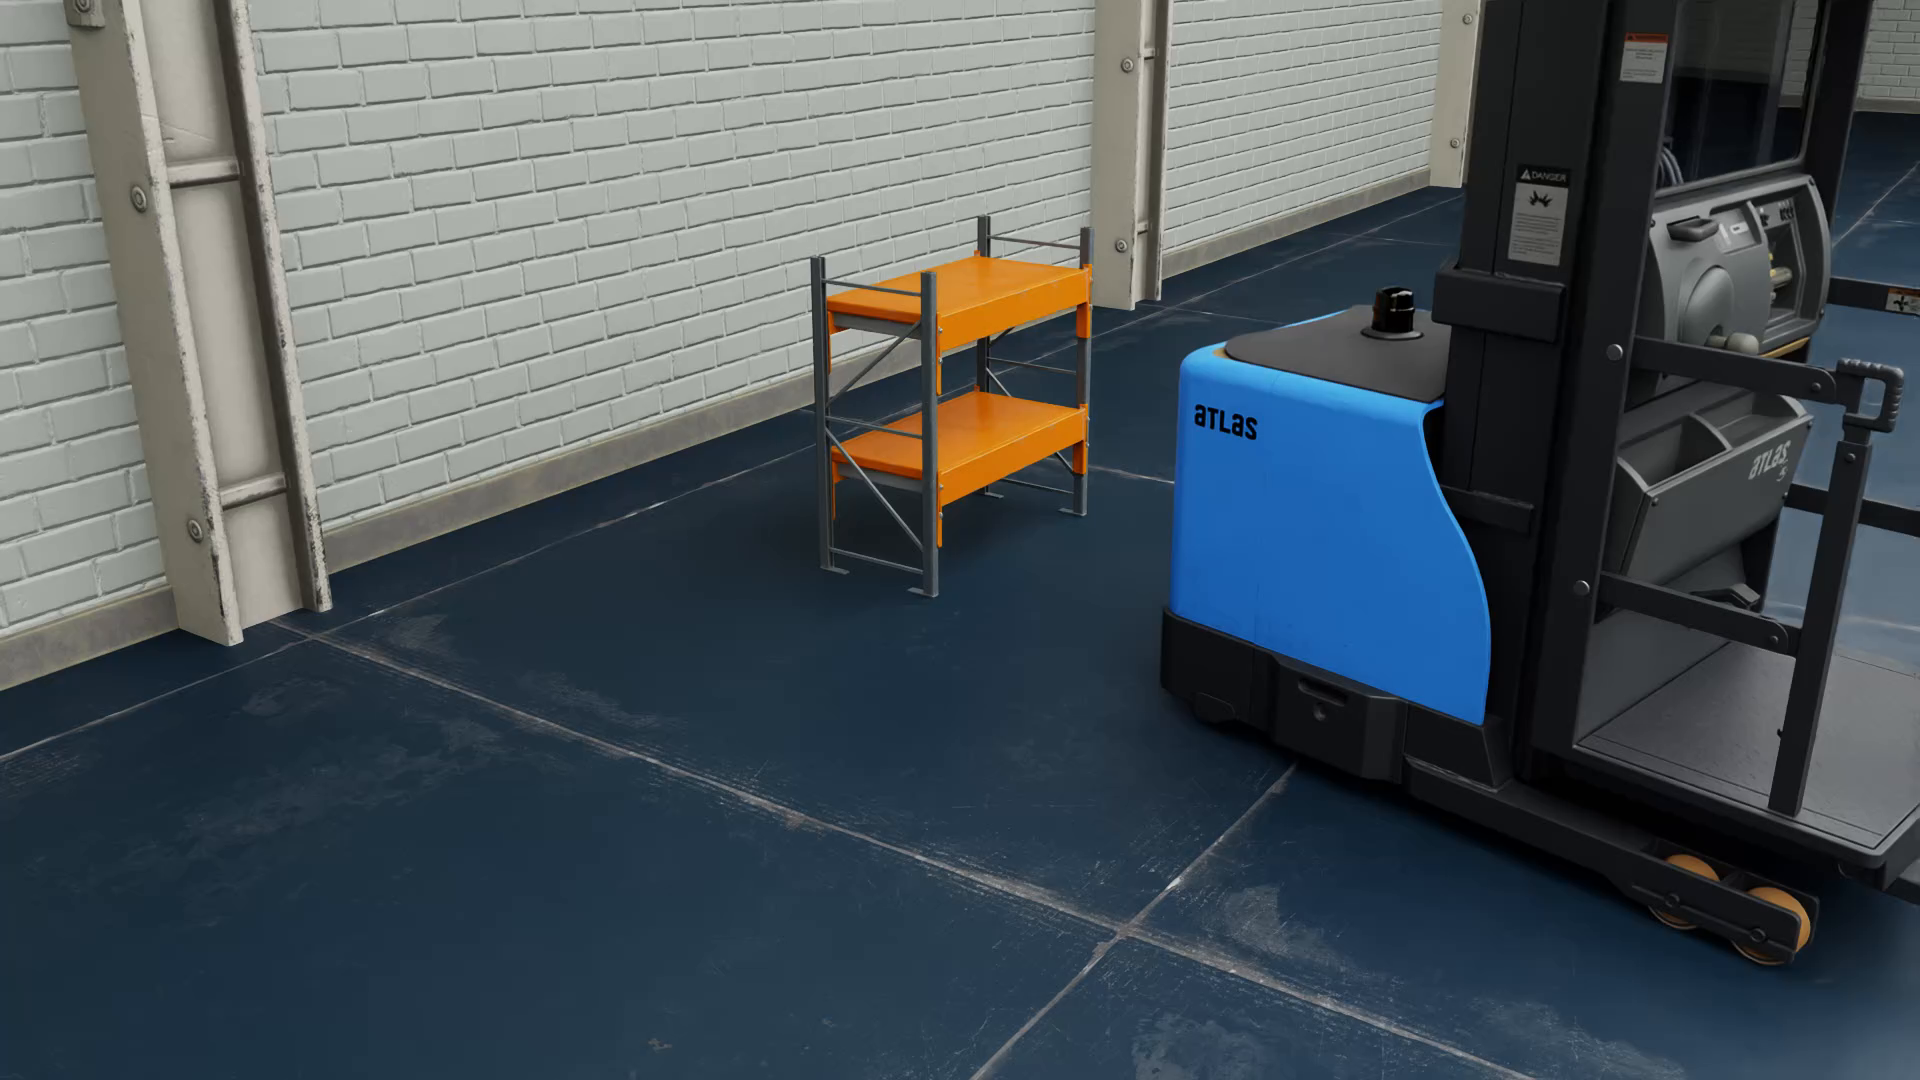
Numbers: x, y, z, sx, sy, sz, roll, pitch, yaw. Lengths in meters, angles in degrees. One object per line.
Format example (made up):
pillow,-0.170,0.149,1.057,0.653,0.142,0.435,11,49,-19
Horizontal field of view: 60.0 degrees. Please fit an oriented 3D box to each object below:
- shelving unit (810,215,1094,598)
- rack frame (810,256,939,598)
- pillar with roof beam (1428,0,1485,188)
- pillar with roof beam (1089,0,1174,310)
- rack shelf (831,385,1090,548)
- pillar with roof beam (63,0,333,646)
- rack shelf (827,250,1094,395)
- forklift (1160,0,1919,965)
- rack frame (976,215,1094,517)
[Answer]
shelving unit,-0.004,-0.526,6.065,0.538,1.125,1.048,13,24,32
rack frame,-0.290,-0.380,5.670,0.500,1.125,0.032,13,24,32
pillar with roof beam,7.942,-6.568,11.051,9.100,9.000,0.400,13,24,32
pillar with roof beam,4.569,-4.847,6.397,9.100,9.000,0.400,13,24,32
rack shelf,-0.004,-0.296,6.149,0.538,0.278,1.000,13,24,32
pillar with roof beam,1.197,-3.125,1.743,9.100,9.000,0.400,13,24,32
rack shelf,-0.004,-0.800,5.963,0.538,0.278,1.000,13,24,32
forklift,1.971,-0.630,3.744,1.130,2.935,3.031,-18,27,-40
rack frame,0.282,-0.671,6.459,0.500,1.125,0.032,13,24,32
